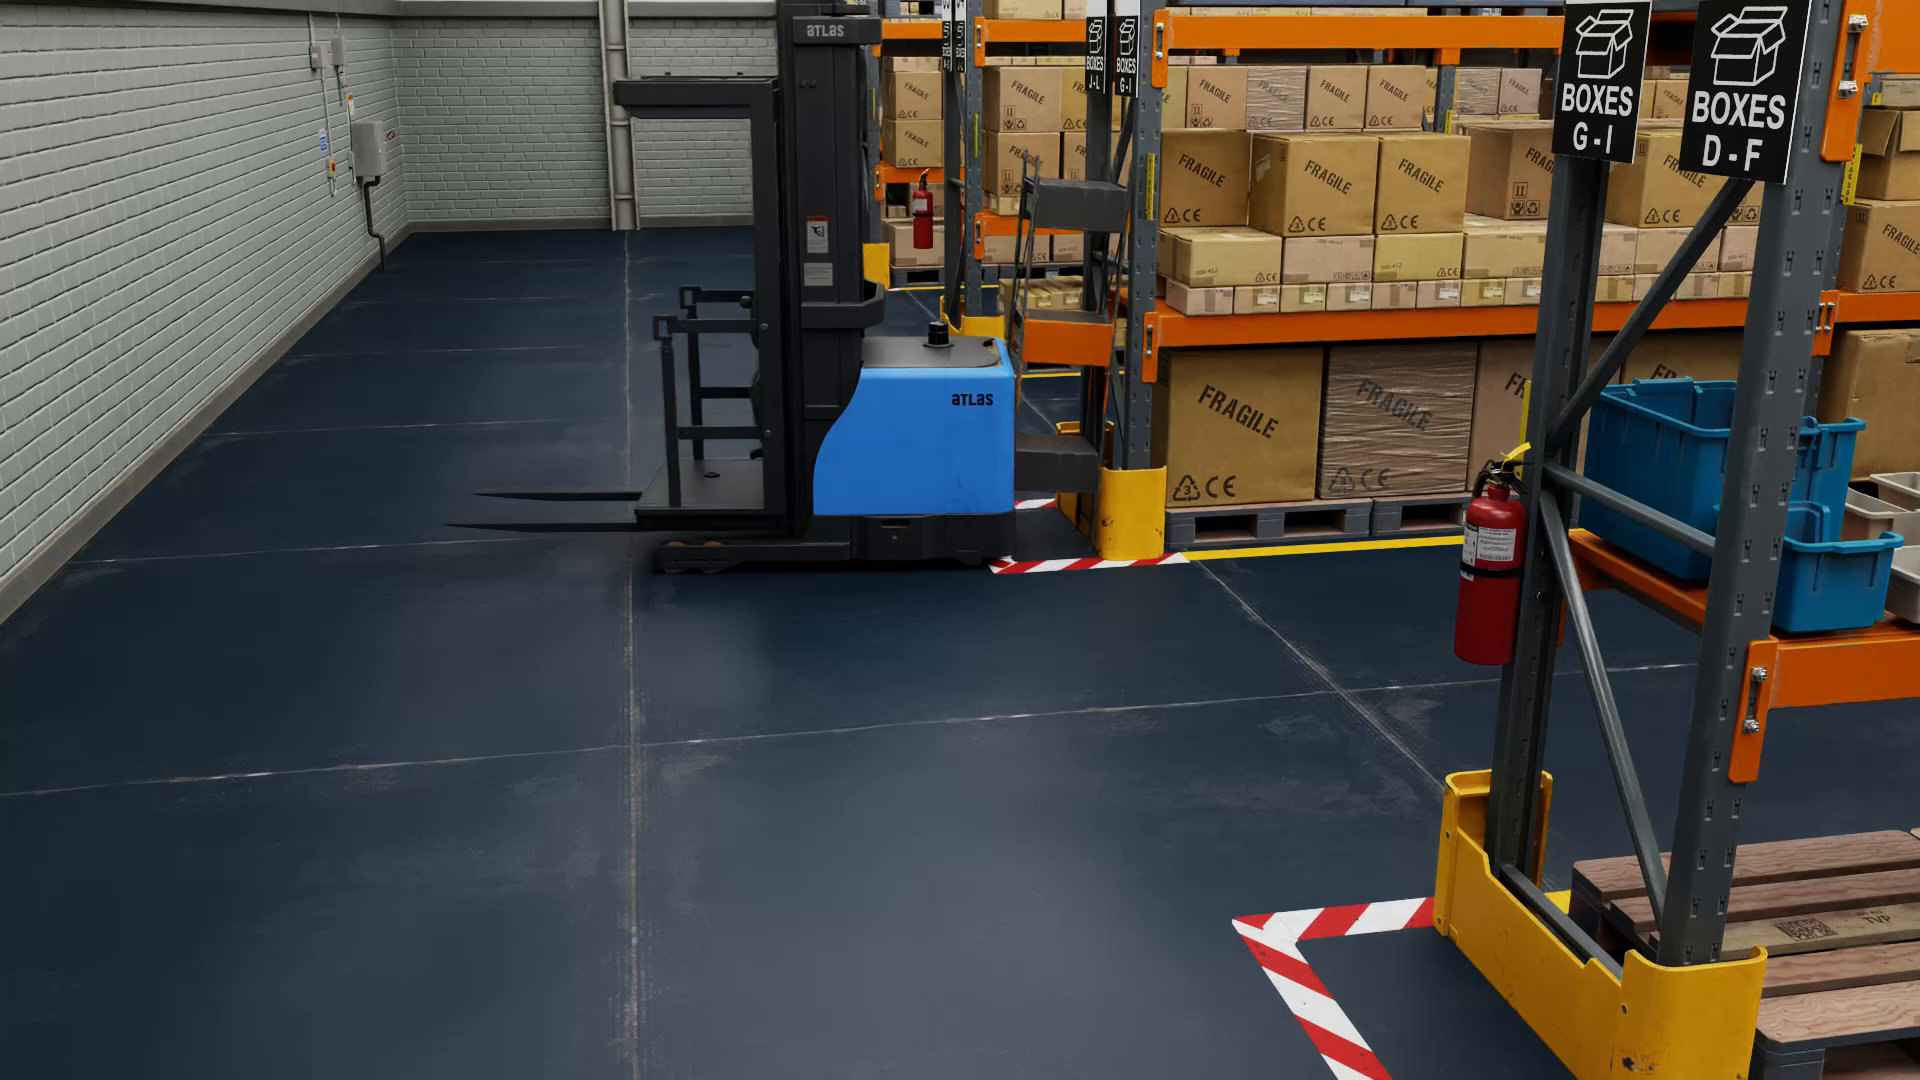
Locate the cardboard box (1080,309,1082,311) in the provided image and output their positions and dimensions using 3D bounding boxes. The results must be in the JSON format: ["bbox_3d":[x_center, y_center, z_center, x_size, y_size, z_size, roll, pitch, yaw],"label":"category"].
[{"bbox_3d":[1.086,-1.904,14.034,0.250,0.149,0.380,-3,17,-10],"label":"cardboard box"}]

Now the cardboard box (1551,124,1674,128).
[{"bbox_3d":[3.785,-2.168,9.734,0.500,0.500,0.500,-3,17,-10],"label":"cardboard box"}]

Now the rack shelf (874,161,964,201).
[{"bbox_3d":[0.945,-4.119,18.839,4.000,0.370,1.077,-3,17,-10],"label":"rack shelf"}]

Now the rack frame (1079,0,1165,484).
[{"bbox_3d":[0.861,-1.495,9.069,0.127,3.000,1.000,-3,17,-10],"label":"rack frame"}]

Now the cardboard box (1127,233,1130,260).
[{"bbox_3d":[2.272,-3.546,19.397,0.875,0.438,0.875,-3,17,-11],"label":"cardboard box"}]

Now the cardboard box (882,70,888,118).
[{"bbox_3d":[-0.591,-4.973,18.520,0.500,0.500,0.500,-3,17,-9],"label":"cardboard box"}]

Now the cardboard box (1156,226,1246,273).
[{"bbox_3d":[1.286,-1.669,9.385,0.500,0.250,0.500,-4,17,-11],"label":"cardboard box"}]

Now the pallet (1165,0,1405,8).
[{"bbox_3d":[1.587,-2.931,8.786,1.213,0.211,1.003,-3,17,-10],"label":"pallet"}]

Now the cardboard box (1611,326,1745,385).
[{"bbox_3d":[4.125,-0.889,10.000,0.875,0.875,0.875,-3,17,-10],"label":"cardboard box"}]

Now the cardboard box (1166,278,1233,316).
[{"bbox_3d":[1.272,-1.299,8.861,0.250,0.149,0.380,-3,17,-10],"label":"cardboard box"}]

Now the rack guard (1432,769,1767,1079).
[{"bbox_3d":[1.779,1.133,4.771,0.348,0.500,1.175,-3,17,-10],"label":"rack guard"}]

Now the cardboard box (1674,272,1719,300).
[{"bbox_3d":[4.046,-1.457,9.376,0.250,0.149,0.380,-4,17,-11],"label":"cardboard box"}]

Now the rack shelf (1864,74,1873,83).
[{"bbox_3d":[6.752,-2.919,9.823,4.000,0.370,1.077,-3,17,-10],"label":"rack shelf"}]

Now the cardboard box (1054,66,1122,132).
[{"bbox_3d":[1.005,-3.577,13.467,0.500,0.500,0.500,-3,17,-9],"label":"cardboard box"}]

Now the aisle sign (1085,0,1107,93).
[{"bbox_3d":[0.733,-2.820,8.956,0.004,0.787,0.394,-3,17,-10],"label":"aisle sign"}]

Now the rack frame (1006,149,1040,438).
[{"bbox_3d":[0.290,-1.007,8.911,0.015,2.100,0.400,2,17,-9],"label":"rack frame"}]

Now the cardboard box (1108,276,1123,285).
[{"bbox_3d":[1.245,-2.200,14.492,0.250,0.149,0.380,-4,18,-13],"label":"cardboard box"}]

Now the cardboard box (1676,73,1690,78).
[{"bbox_3d":[10.948,-6.925,24.968,0.250,0.149,0.380,-3,17,-9],"label":"cardboard box"}]

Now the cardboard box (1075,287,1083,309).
[{"bbox_3d":[1.118,-2.011,13.877,0.250,0.149,0.380,-3,17,-11],"label":"cardboard box"}]

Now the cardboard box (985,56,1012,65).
[{"bbox_3d":[0.406,-5.194,18.134,0.250,0.149,0.380,-3,17,-10],"label":"cardboard box"}]

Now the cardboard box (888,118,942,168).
[{"bbox_3d":[-0.493,-4.343,18.173,0.500,0.500,0.500,-3,17,-11],"label":"cardboard box"}]

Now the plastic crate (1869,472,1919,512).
[{"bbox_3d":[2.854,-0.079,4.807,0.243,0.136,0.396,-3,17,-10],"label":"plastic crate"}]

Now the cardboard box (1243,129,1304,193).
[{"bbox_3d":[2.527,-3.179,13.875,0.500,0.500,0.500,-3,17,-11],"label":"cardboard box"}]

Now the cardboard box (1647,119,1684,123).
[{"bbox_3d":[6.353,-3.713,14.990,0.250,0.149,0.380,-2,17,-8],"label":"cardboard box"}]

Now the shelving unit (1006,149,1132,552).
[{"bbox_3d":[0.531,-0.998,8.948,0.503,2.100,0.431,2,17,-9],"label":"shelving unit"}]

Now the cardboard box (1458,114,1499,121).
[{"bbox_3d":[5.906,-4.835,19.347,0.500,0.250,0.500,-4,17,-12],"label":"cardboard box"}]

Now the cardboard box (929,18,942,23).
[{"bbox_3d":[-0.349,-7.111,22.673,0.250,0.149,0.380,-3,17,-11],"label":"cardboard box"}]

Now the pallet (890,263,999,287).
[{"bbox_3d":[-0.249,-3.086,18.998,1.213,0.211,1.003,-3,17,-10],"label":"pallet"}]

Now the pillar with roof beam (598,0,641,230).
[{"bbox_3d":[-3.966,-7.519,18.464,0.400,9.000,9.100,-3,17,-10],"label":"pillar with roof beam"}]

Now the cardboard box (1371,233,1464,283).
[{"bbox_3d":[2.387,-1.572,9.070,0.500,0.250,0.500,-4,17,-12],"label":"cardboard box"}]

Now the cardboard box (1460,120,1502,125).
[{"bbox_3d":[4.567,-3.612,14.662,0.250,0.149,0.380,-4,17,-12],"label":"cardboard box"}]

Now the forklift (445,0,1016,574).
[{"bbox_3d":[-1.232,-1.382,8.819,3.031,2.935,1.130,0,17,-2],"label":"forklift"}]

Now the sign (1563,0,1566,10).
[{"bbox_3d":[1.680,-1.608,4.509,0.005,0.325,0.100,-3,17,-10],"label":"sign"}]

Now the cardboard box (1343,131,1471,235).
[{"bbox_3d":[2.382,-1.931,8.961,0.500,0.500,0.500,-4,17,-12],"label":"cardboard box"}]

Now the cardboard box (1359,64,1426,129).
[{"bbox_3d":[3.536,-3.717,13.924,0.500,0.500,0.500,-4,17,-12],"label":"cardboard box"}]

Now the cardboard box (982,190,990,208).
[{"bbox_3d":[0.286,-2.910,14.104,0.250,0.149,0.380,-3,17,-10],"label":"cardboard box"}]

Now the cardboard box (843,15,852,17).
[{"bbox_3d":[-1.607,-7.047,22.465,0.250,0.149,0.380,-3,17,-9],"label":"cardboard box"}]

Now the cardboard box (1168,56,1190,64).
[{"bbox_3d":[2.387,-5.318,18.539,0.250,0.149,0.380,-3,17,-9],"label":"cardboard box"}]

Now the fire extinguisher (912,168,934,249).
[{"bbox_3d":[-0.316,-2.834,14.196,0.183,0.674,0.296,-3,17,-10],"label":"fire extinguisher"}]

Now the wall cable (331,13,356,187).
[{"bbox_3d":[-6.831,-4.925,18.506,0.122,1.984,0.588,-3,17,-10],"label":"wall cable"}]

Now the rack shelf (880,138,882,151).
[{"bbox_3d":[-0.001,-5.550,23.497,4.000,0.370,1.077,-3,17,-10],"label":"rack shelf"}]

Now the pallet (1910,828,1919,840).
[{"bbox_3d":[3.813,1.164,5.161,1.213,0.211,1.003,-3,17,-10],"label":"pallet"}]

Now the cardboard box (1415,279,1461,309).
[{"bbox_3d":[2.534,-1.372,9.096,0.250,0.149,0.380,-3,17,-11],"label":"cardboard box"}]

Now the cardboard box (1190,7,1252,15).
[{"bbox_3d":[2.038,-4.330,13.446,0.500,0.250,0.500,-3,17,-11],"label":"cardboard box"}]

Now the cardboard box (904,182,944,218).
[{"bbox_3d":[-0.499,-4.831,23.474,0.500,0.500,0.700,-3,17,-8],"label":"cardboard box"}]

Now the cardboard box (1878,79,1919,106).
[{"bbox_3d":[8.317,-3.924,15.104,0.500,0.500,0.700,-3,17,-11],"label":"cardboard box"}]

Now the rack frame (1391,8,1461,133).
[{"bbox_3d":[3.947,-3.153,14.468,0.127,3.000,1.000,-3,17,-10],"label":"rack frame"}]

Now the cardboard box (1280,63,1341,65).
[{"bbox_3d":[2.951,-3.833,14.302,0.500,0.500,0.500,-4,17,-12],"label":"cardboard box"}]
